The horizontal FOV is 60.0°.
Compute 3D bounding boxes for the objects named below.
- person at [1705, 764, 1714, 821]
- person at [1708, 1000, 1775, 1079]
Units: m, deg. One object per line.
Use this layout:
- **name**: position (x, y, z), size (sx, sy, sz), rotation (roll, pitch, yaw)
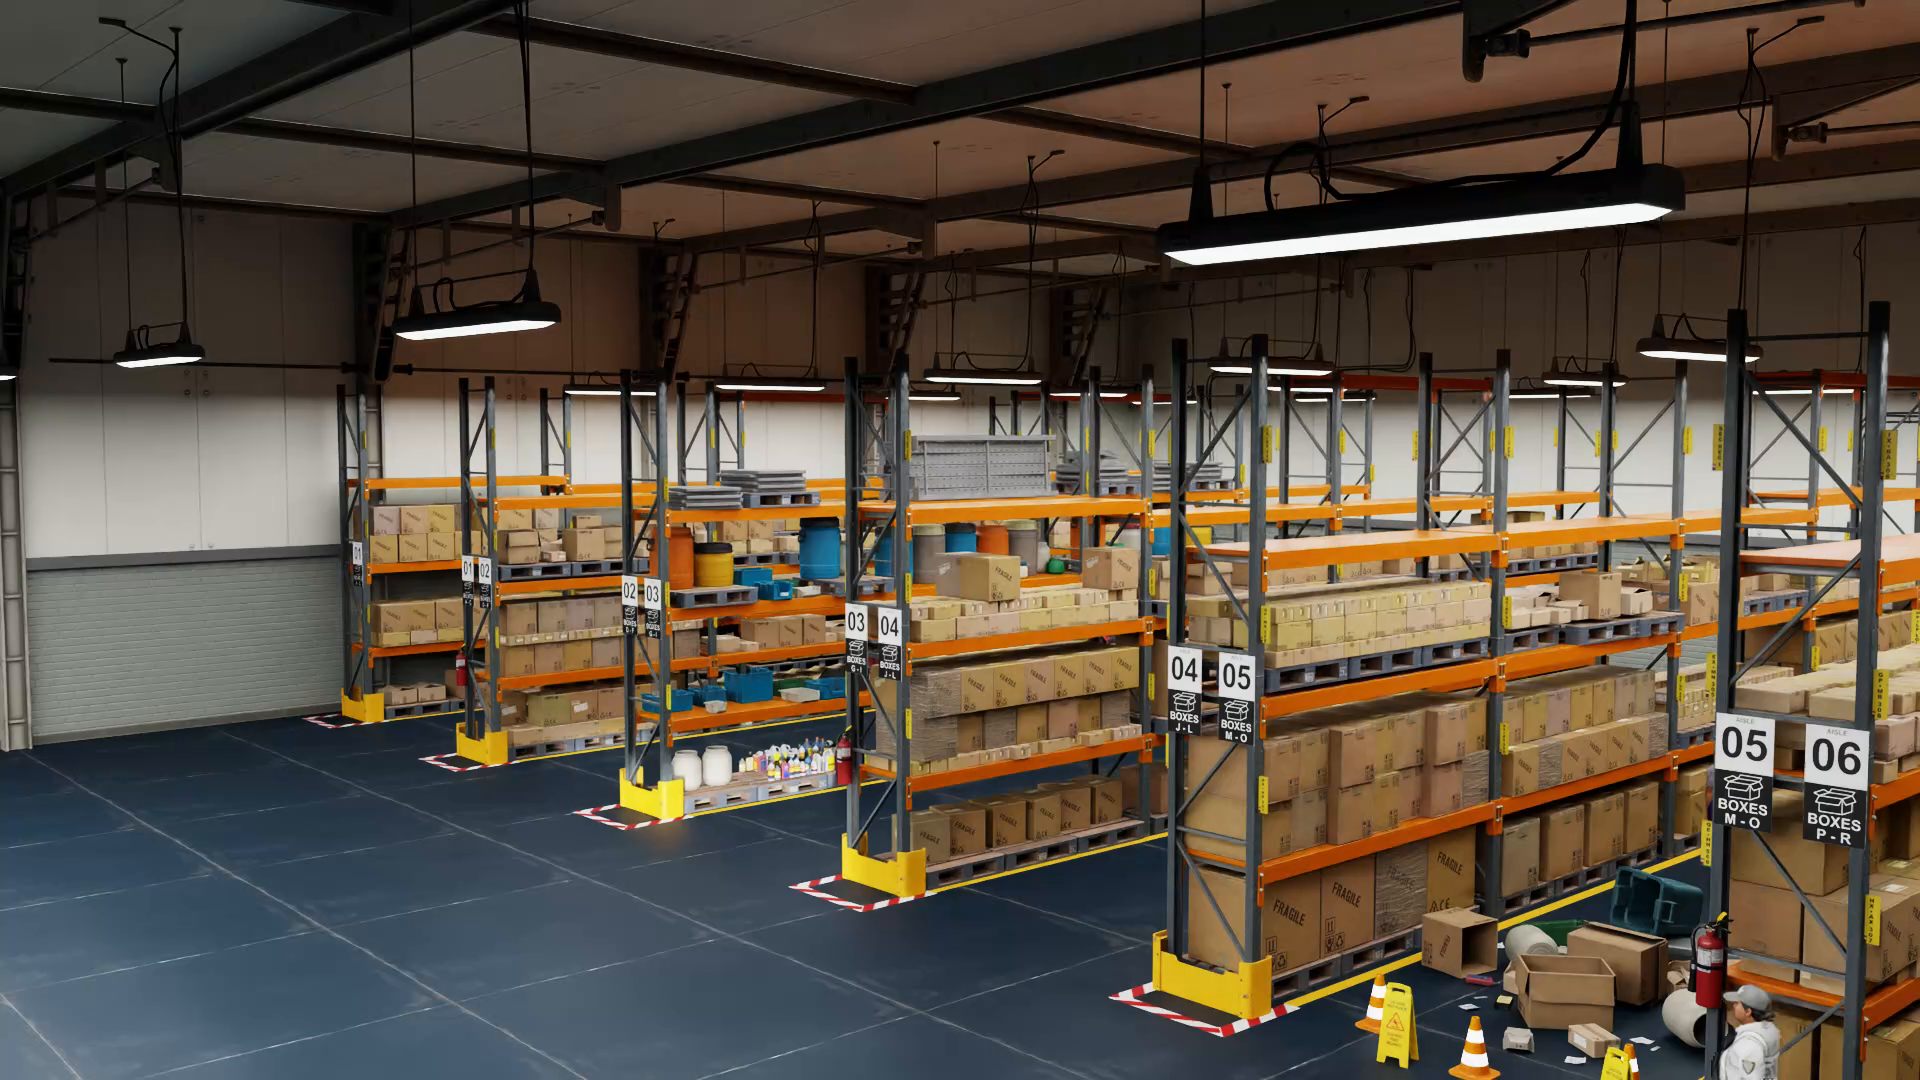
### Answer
- **person**: position (8.676, 3.193, 18.798), size (0.446, 1.360, 0.501), rotation (-3, 5, -43)
- **person**: position (5.010, 3.338, 10.597), size (0.421, 0.967, 0.474), rotation (2, 4, 33)
